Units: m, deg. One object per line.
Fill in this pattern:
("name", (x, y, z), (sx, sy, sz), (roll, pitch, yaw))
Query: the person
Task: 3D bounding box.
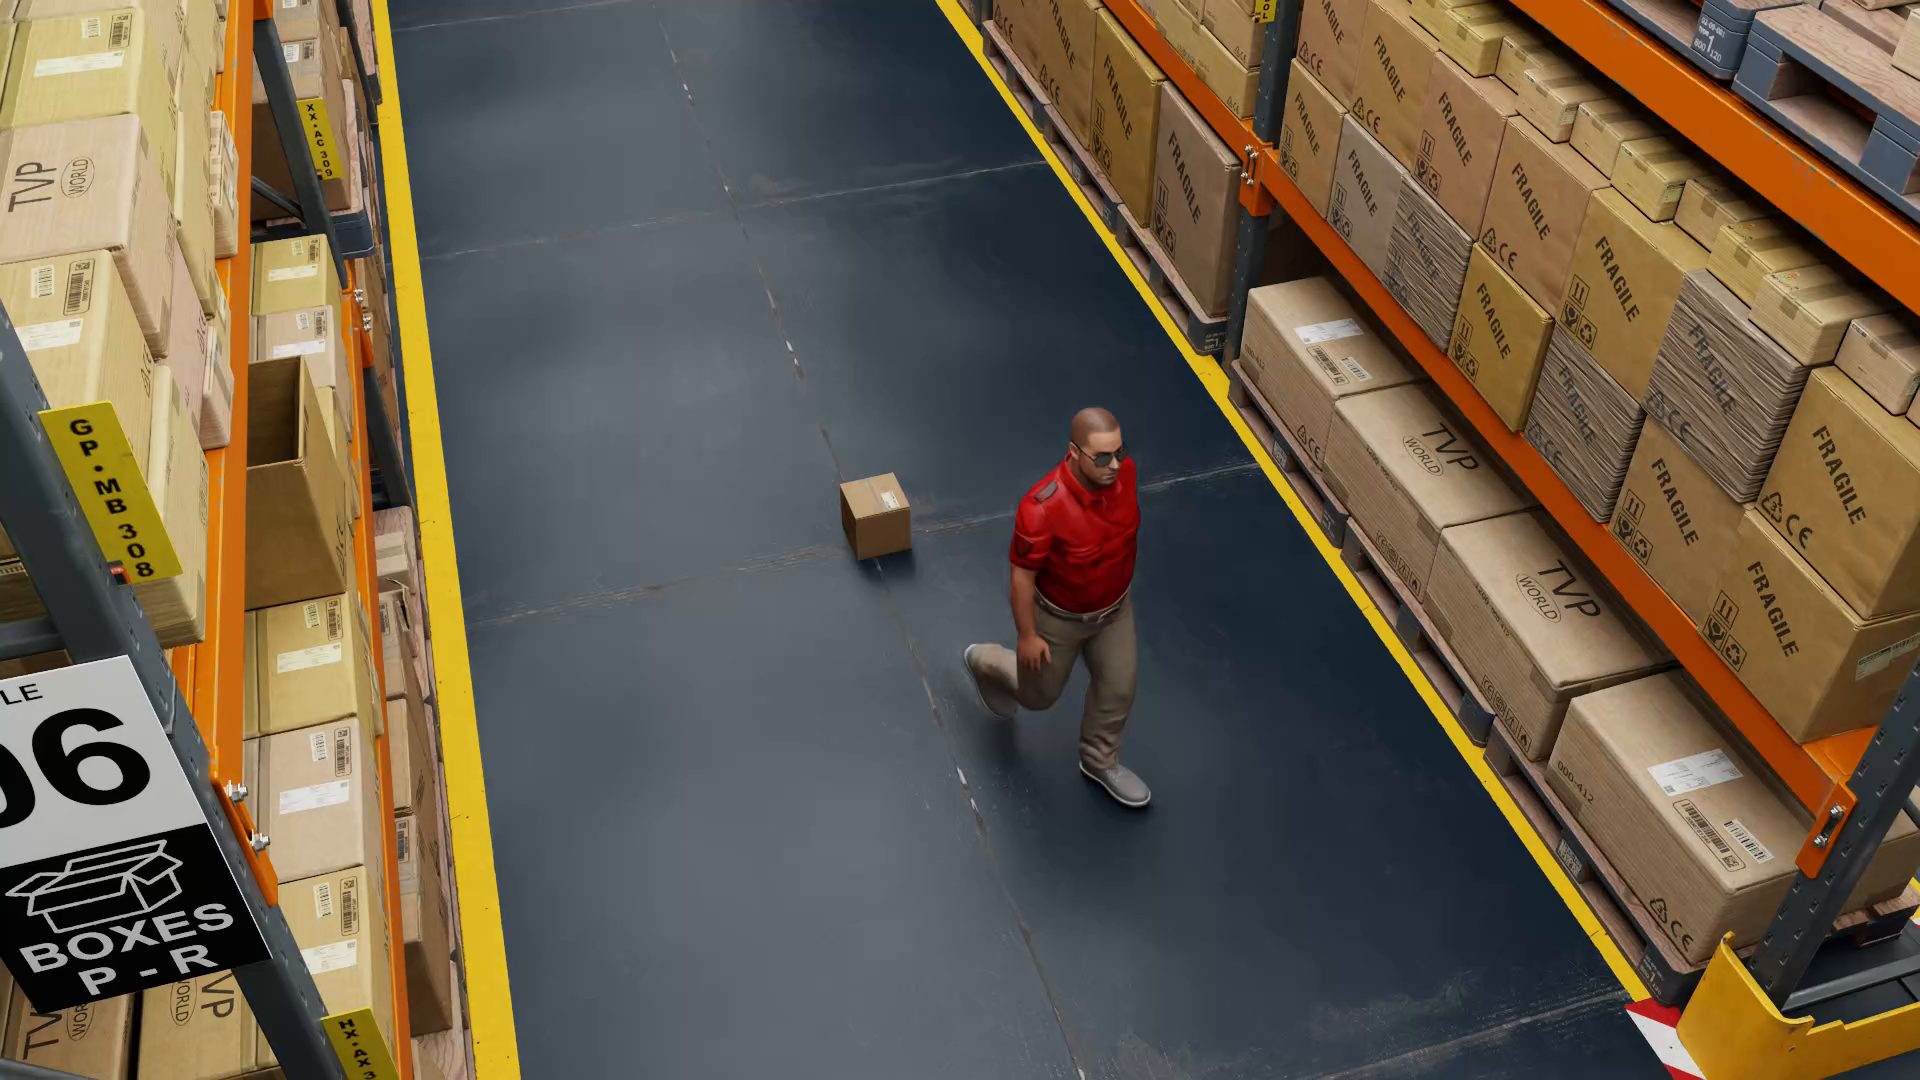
("person", (0.418, 0.005, 5.673), (0.550, 1.045, 0.322), (-27, 49, -27))
